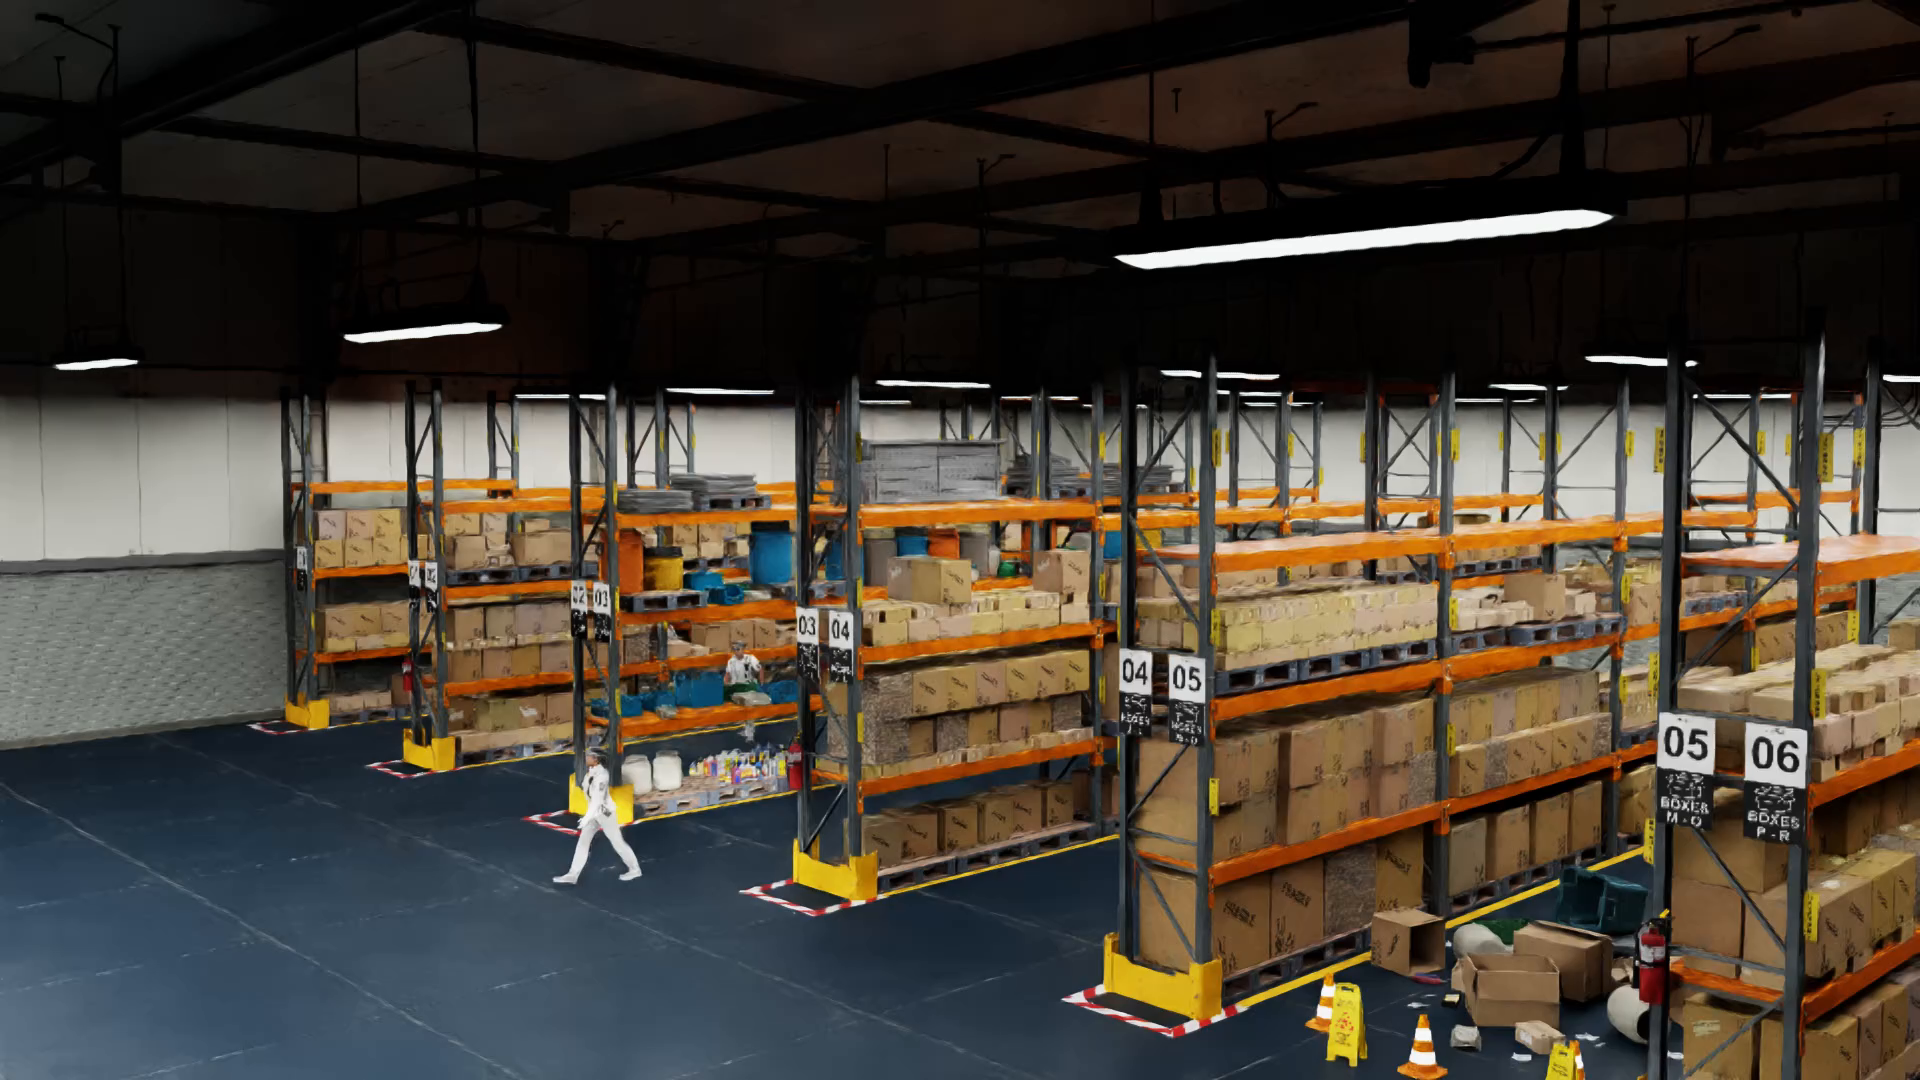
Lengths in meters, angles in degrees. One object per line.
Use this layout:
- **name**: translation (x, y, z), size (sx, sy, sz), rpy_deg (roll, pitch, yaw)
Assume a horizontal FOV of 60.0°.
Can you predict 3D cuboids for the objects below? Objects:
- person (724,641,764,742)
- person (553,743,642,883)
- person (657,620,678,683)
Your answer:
- **person**: translation (-3.607, 2.517, 28.052), size (0.700, 1.690, 0.863), rpy_deg (2, 4, 30)
- **person**: translation (-4.139, 3.120, 19.022), size (0.997, 1.621, 0.481), rpy_deg (-3, 4, -35)
- **person**: translation (-5.520, 2.227, 31.718), size (0.451, 1.789, 0.605), rpy_deg (1, 4, 18)
